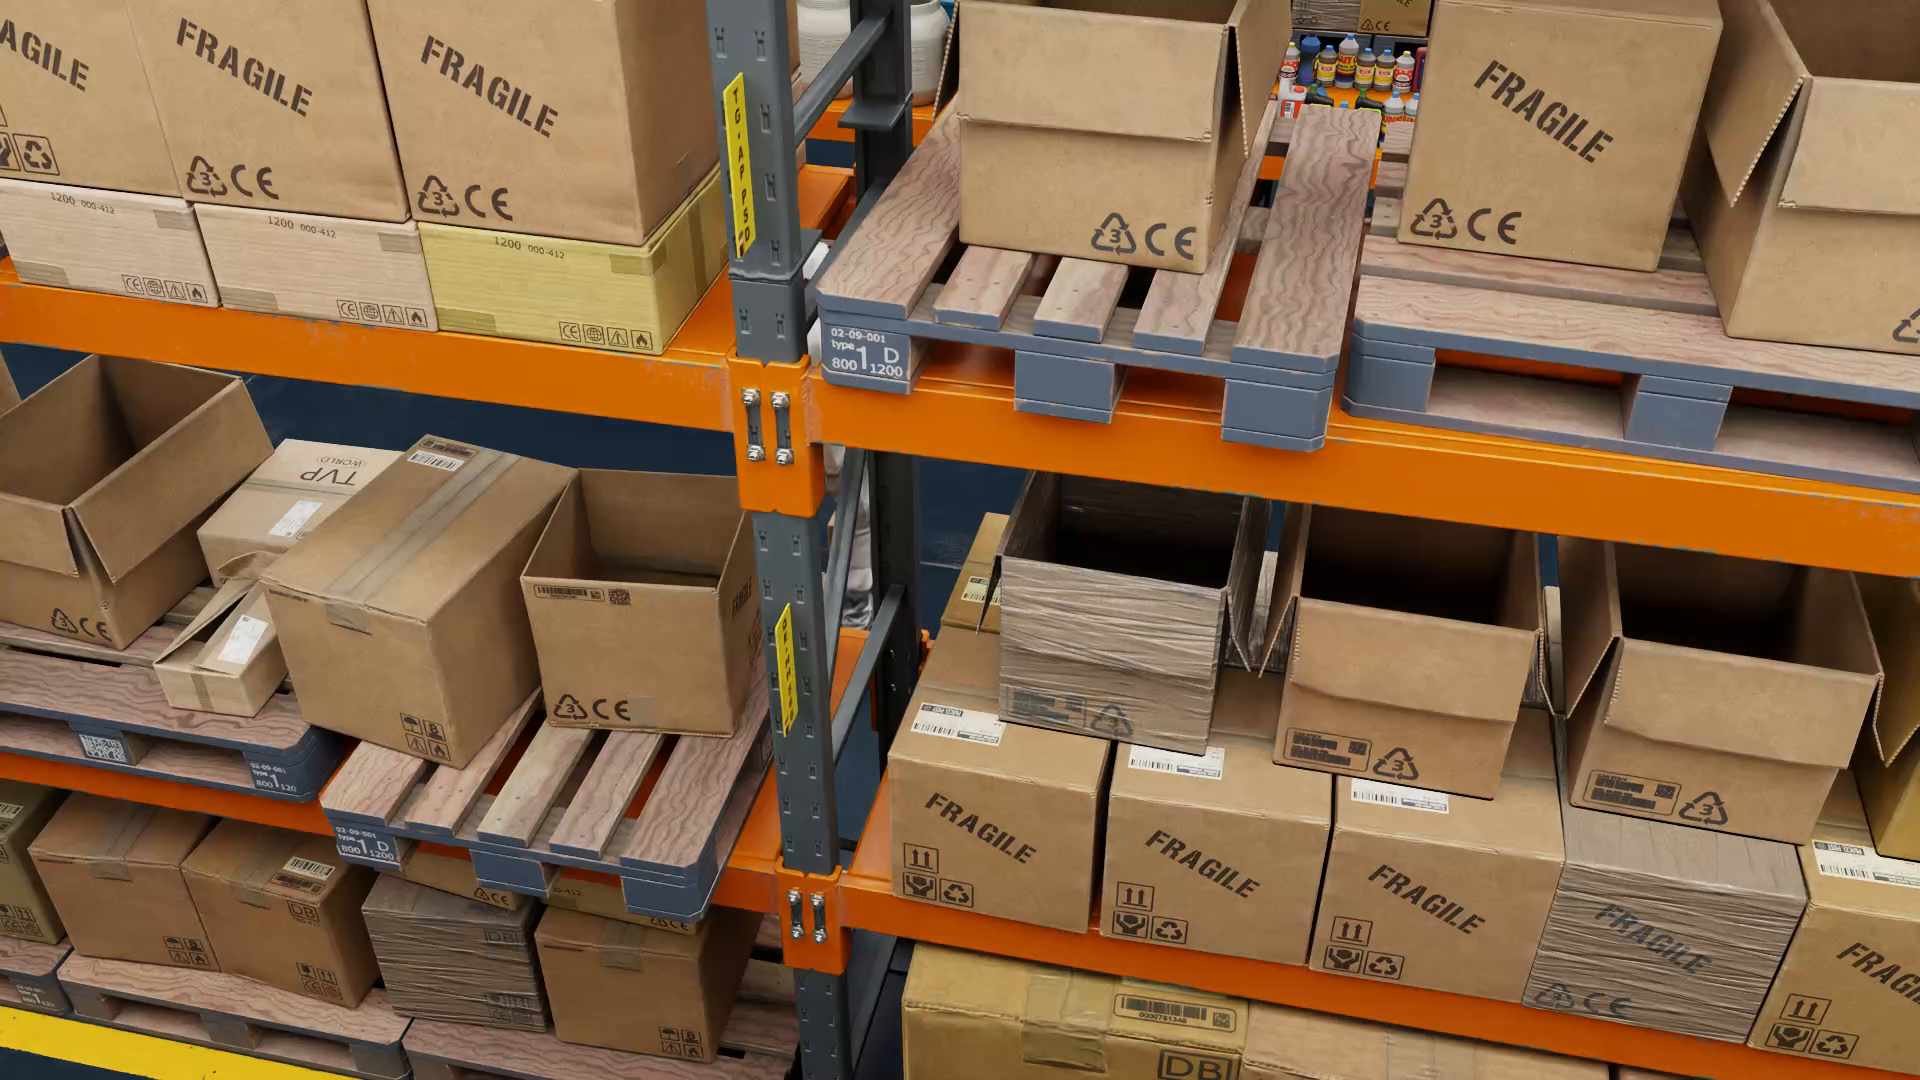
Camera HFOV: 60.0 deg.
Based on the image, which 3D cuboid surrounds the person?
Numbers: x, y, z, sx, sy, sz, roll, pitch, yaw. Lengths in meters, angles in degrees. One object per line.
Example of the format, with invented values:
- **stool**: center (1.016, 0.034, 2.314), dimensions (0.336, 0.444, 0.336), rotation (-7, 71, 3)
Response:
- **person**: center (-0.569, -0.366, 6.655), dimensions (0.536, 1.758, 0.413), rotation (8, 37, 11)
